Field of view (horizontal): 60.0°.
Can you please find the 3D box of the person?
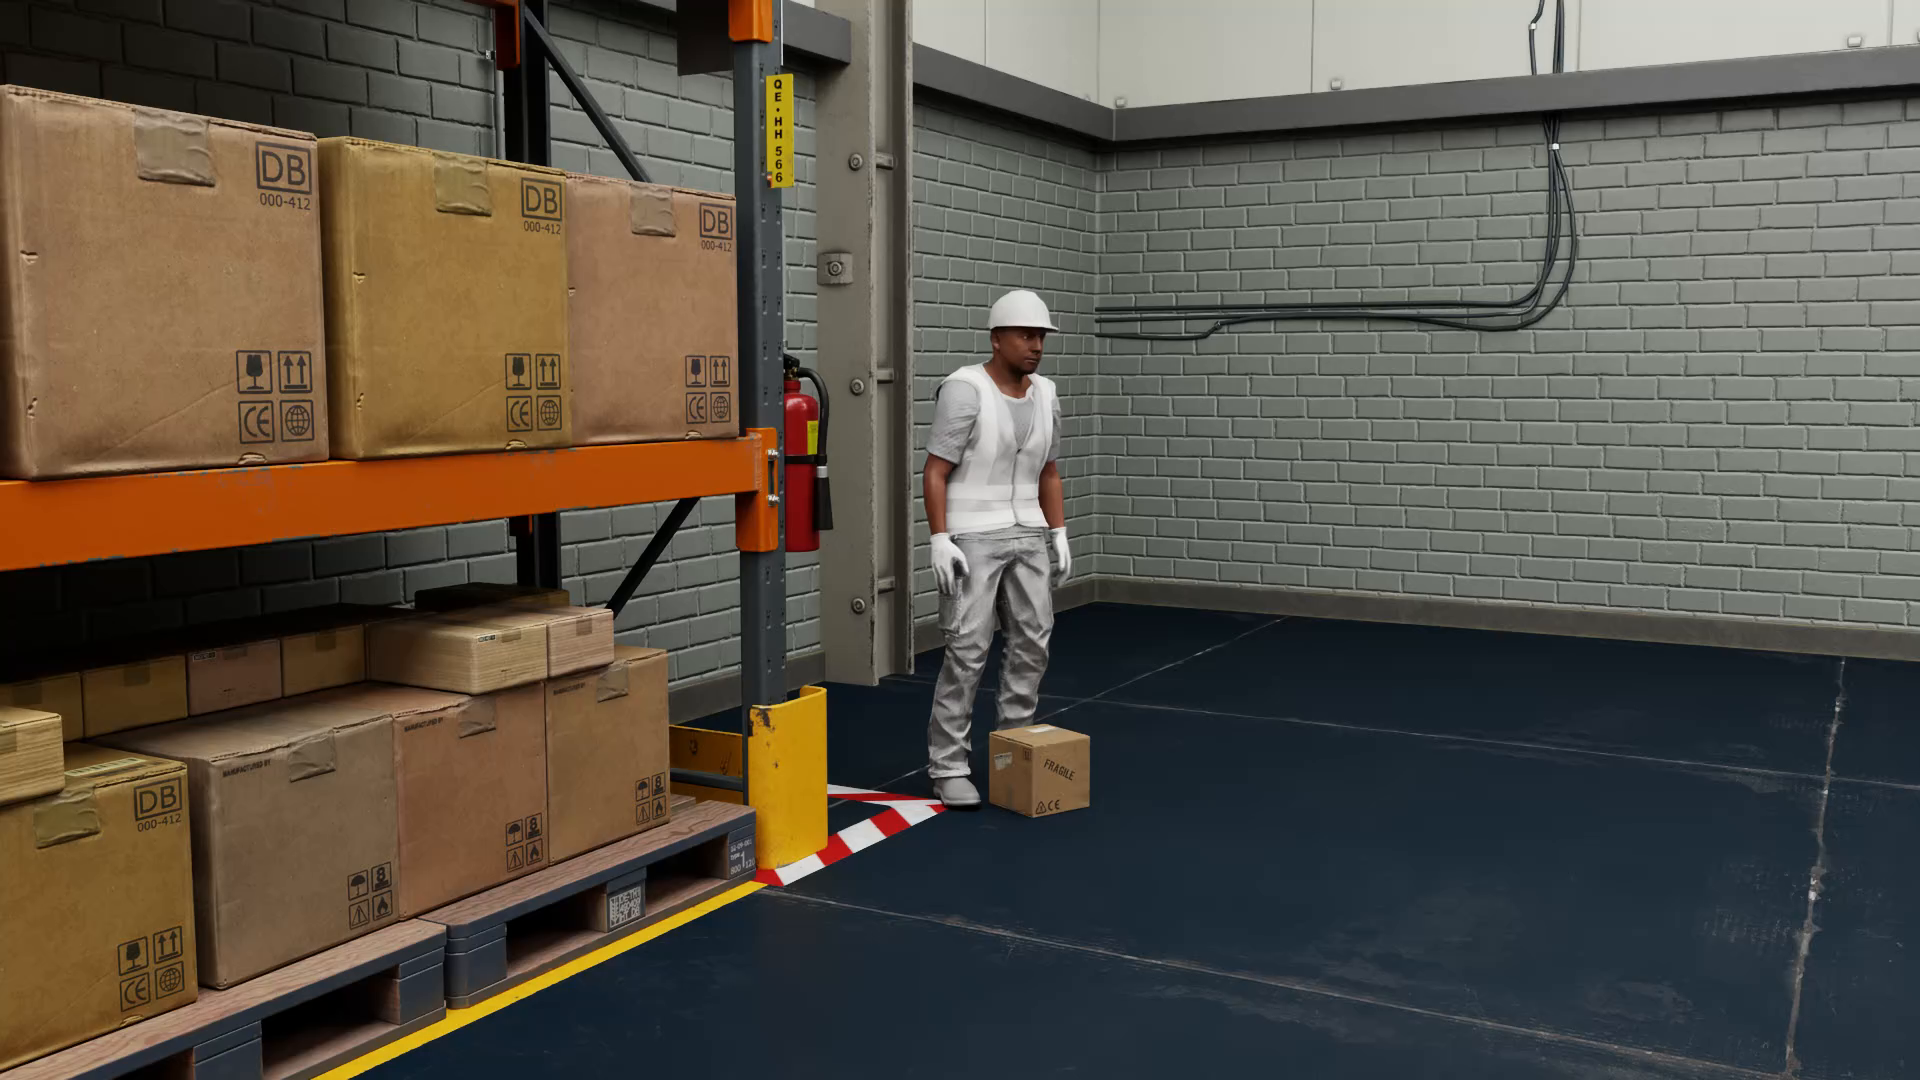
[{"bbox_3d":[0.142,0.018,5.857,0.625,1.773,0.452,-5,7,-37],"label":"person"}]
